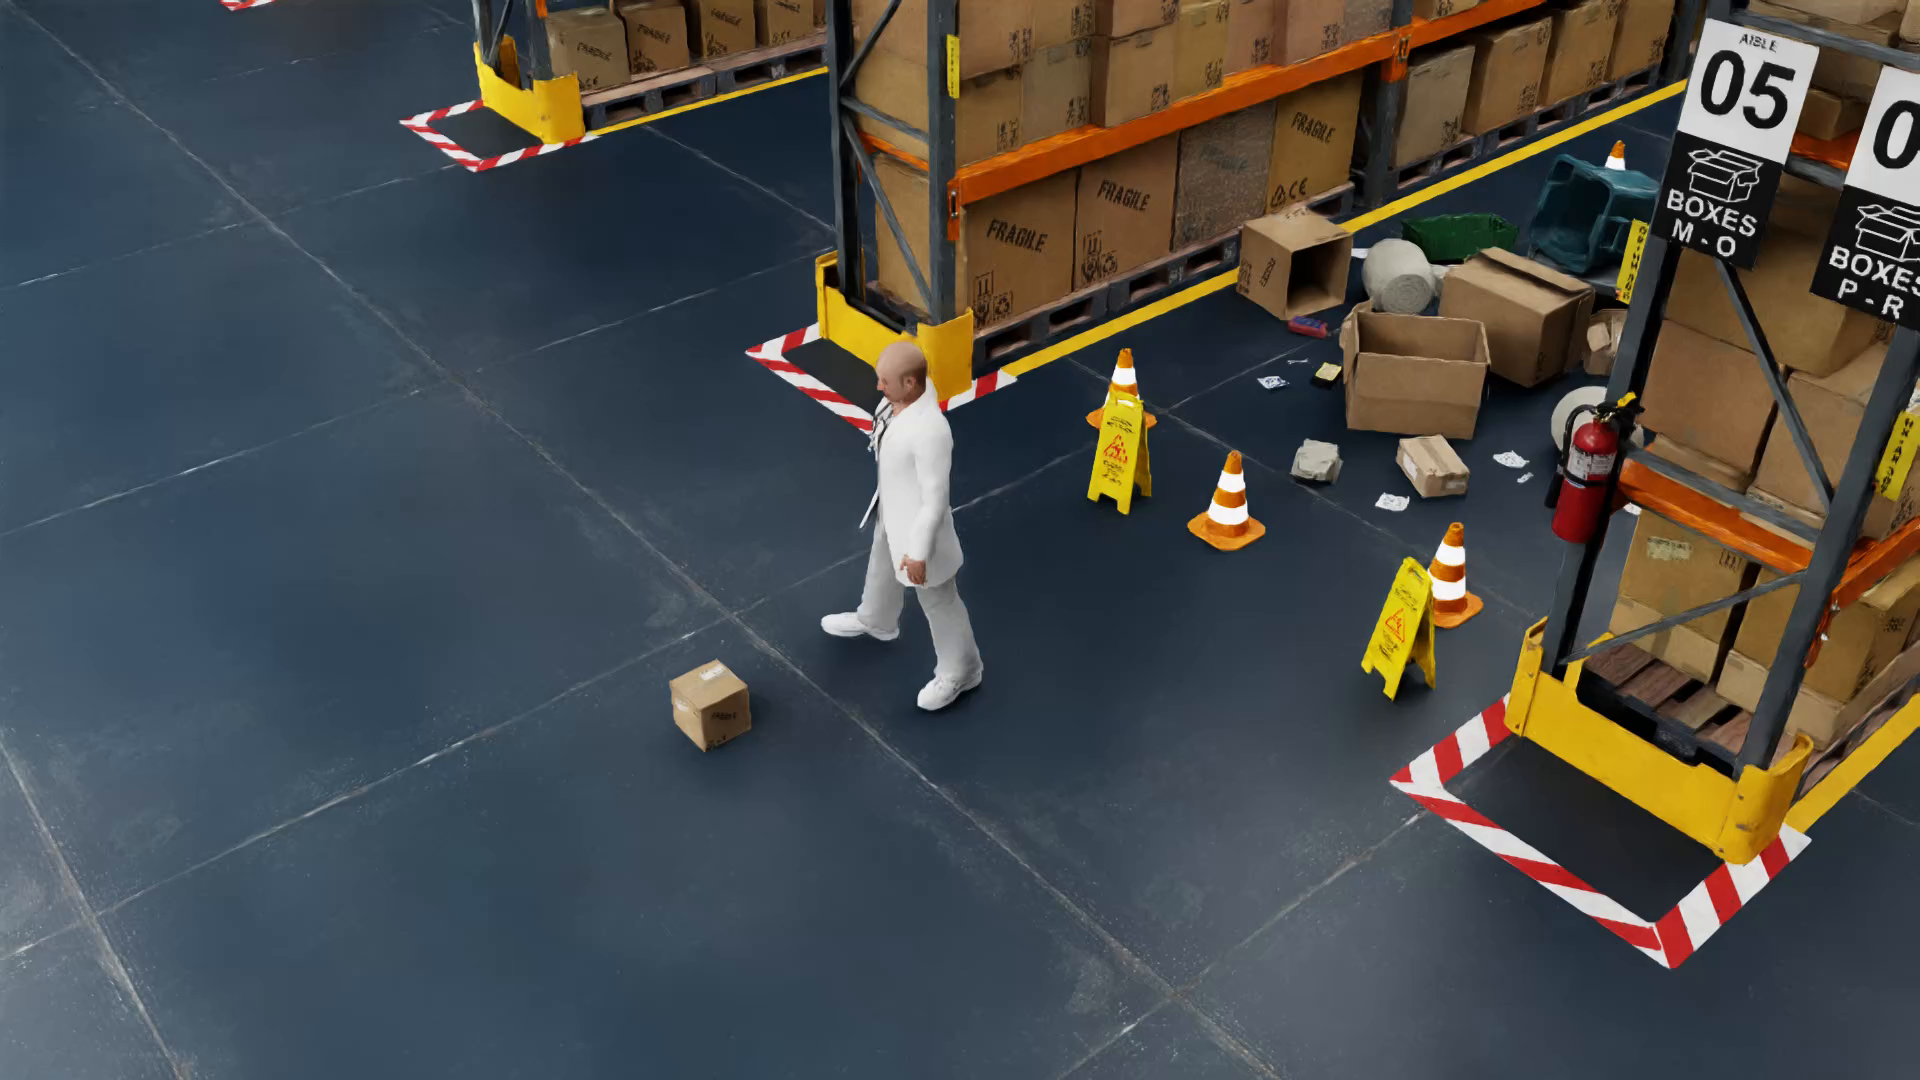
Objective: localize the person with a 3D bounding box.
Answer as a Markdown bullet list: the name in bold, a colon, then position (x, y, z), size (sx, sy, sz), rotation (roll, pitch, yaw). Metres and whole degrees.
- **person**: position (-0.256, -0.115, 7.221), size (0.674, 1.767, 0.755), rotation (-8, 36, -11)
